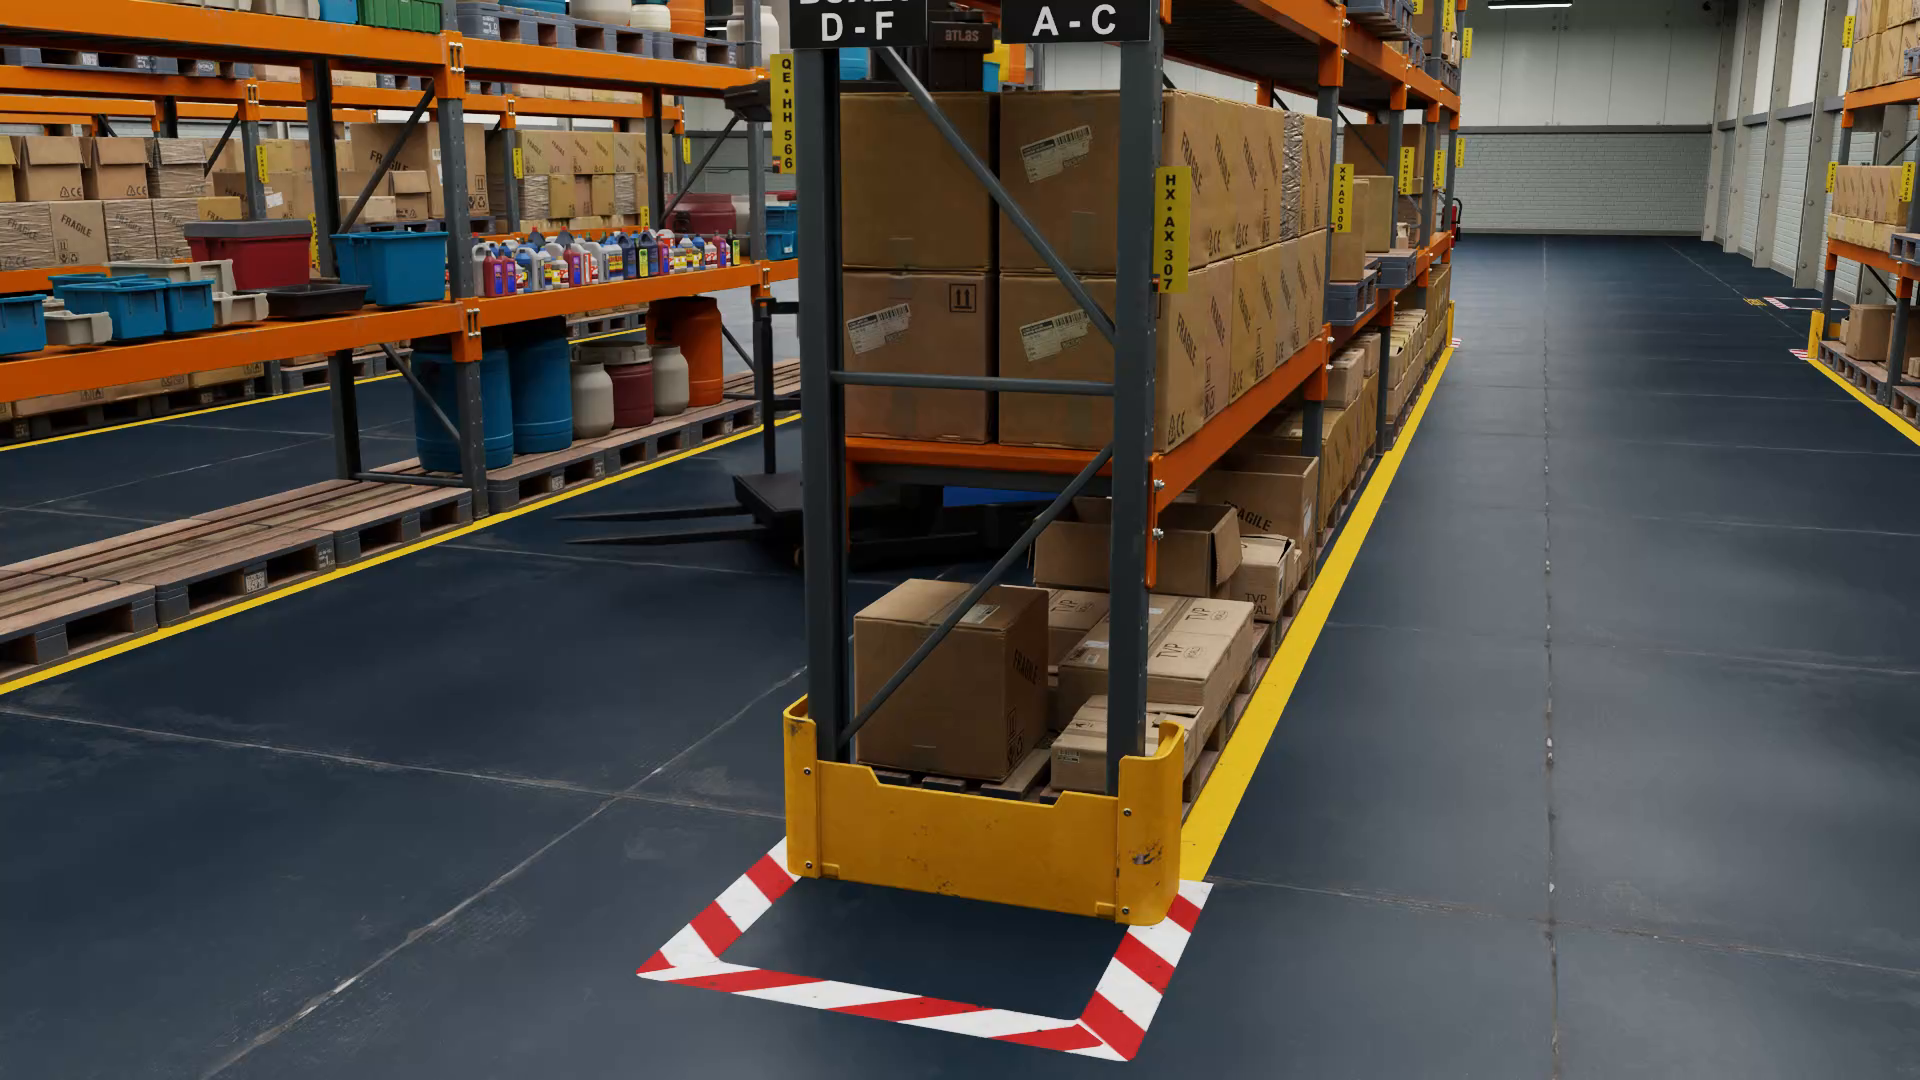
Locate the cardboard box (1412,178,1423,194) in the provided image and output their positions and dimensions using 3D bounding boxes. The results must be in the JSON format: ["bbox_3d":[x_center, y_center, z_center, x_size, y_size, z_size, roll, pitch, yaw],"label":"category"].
[{"bbox_3d":[4.190,-3.362,15.797,0.380,0.149,0.250,4,14,18],"label":"cardboard box"}]

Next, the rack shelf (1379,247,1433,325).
[{"bbox_3d":[3.273,-2.183,13.928,1.077,0.370,4.000,4,14,18],"label":"rack shelf"}]

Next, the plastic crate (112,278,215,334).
[{"bbox_3d":[-3.734,-1.102,7.817,0.416,0.233,0.300,4,14,18],"label":"plastic crate"}]

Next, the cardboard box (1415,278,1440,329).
[{"bbox_3d":[4.521,-2.366,16.662,0.500,0.500,0.500,4,14,18],"label":"cardboard box"}]

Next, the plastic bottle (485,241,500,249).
[{"bbox_3d":[-3.207,-1.885,11.285,0.152,0.276,0.135,4,14,18],"label":"plastic bottle"}]

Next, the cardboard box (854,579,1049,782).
[{"bbox_3d":[-0.020,0.444,5.432,0.500,0.500,0.500,4,14,18],"label":"cardboard box"}]

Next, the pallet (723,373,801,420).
[{"bbox_3d":[-1.772,-1.271,14.582,1.003,0.211,1.213,4,14,18],"label":"pallet"}]

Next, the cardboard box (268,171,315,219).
[{"bbox_3d":[-6.523,-3.321,16.131,0.700,0.500,0.500,7,14,27],"label":"cardboard box"}]

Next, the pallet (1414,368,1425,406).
[{"bbox_3d":[3.719,-1.437,15.311,1.003,0.211,1.213,4,14,18],"label":"pallet"}]

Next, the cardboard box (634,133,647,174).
[{"bbox_3d":[-4.258,-4.953,21.308,0.500,0.500,0.500,4,14,18],"label":"cardboard box"}]

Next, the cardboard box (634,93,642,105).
[{"bbox_3d":[-4.232,-5.675,21.208,0.500,0.250,0.500,4,14,19],"label":"cardboard box"}]

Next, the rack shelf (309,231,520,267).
[{"bbox_3d":[-6.099,-2.897,17.057,1.077,0.370,4.000,4,14,18],"label":"rack shelf"}]

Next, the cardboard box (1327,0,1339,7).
[{"bbox_3d":[1.426,-2.538,7.464,0.500,0.250,0.500,4,14,18],"label":"cardboard box"}]

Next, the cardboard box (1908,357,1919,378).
[{"bbox_3d":[8.753,-1.547,14.903,0.380,0.166,0.250,3,13,11],"label":"cardboard box"}]

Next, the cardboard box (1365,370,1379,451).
[{"bbox_3d":[2.546,-0.895,11.296,0.500,0.500,0.500,5,14,21],"label":"cardboard box"}]

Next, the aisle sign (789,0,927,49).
[{"bbox_3d":[-0.274,-1.703,4.368,0.394,0.787,0.004,4,14,18],"label":"aisle sign"}]

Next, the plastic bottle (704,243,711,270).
[{"bbox_3d":[-1.948,-2.165,12.680,0.097,0.201,0.097,0,13,0],"label":"plastic bottle"}]

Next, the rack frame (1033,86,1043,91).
[{"bbox_3d":[0.529,-4.154,20.949,1.000,3.000,0.127,4,14,18],"label":"rack frame"}]

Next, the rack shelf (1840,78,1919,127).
[{"bbox_3d":[9.256,-4.132,15.725,1.077,0.370,4.000,4,14,18],"label":"rack shelf"}]

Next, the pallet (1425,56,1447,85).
[{"bbox_3d":[4.172,-4.556,16.164,1.003,0.211,1.213,4,14,18],"label":"pallet"}]

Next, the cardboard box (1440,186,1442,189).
[{"bbox_3d":[5.271,-4.068,18.887,0.380,0.149,0.250,4,13,17],"label":"cardboard box"}]

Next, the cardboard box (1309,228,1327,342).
[{"bbox_3d":[1.413,-1.195,7.760,0.500,0.500,0.500,5,14,19],"label":"cardboard box"}]

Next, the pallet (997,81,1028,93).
[{"bbox_3d":[0.169,-5.358,19.904,1.003,0.211,1.213,4,14,18],"label":"pallet"}]

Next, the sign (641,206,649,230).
[{"bbox_3d":[-2.583,-2.588,13.718,0.100,0.325,0.005,4,14,18],"label":"sign"}]

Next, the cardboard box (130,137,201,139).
[{"bbox_3d":[-9.961,-4.722,20.672,0.875,0.550,0.550,4,14,18],"label":"cardboard box"}]

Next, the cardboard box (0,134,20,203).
[{"bbox_3d":[-7.609,-2.801,12.540,0.797,0.503,0.637,5,14,19],"label":"cardboard box"}]

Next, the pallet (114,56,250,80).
[{"bbox_3d":[-6.904,-4.058,14.208,1.213,0.211,1.003,5,14,21],"label":"pallet"}]

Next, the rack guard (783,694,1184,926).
[{"bbox_3d":[0.062,0.774,4.972,1.175,0.500,0.348,4,14,18],"label":"rack guard"}]

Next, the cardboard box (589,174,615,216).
[{"bbox_3d":[-4.785,-4.271,20.564,0.875,0.500,0.500,4,14,18],"label":"cardboard box"}]

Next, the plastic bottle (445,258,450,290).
[{"bbox_3d":[-3.290,-1.709,10.682,0.097,0.201,0.097,0,13,0],"label":"plastic bottle"}]

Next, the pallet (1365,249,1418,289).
[{"bbox_3d":[2.473,-1.871,11.377,1.213,0.211,1.003,4,14,18],"label":"pallet"}]

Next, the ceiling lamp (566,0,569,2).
[{"bbox_3d":[-9.308,-14.513,39.733,2.000,3.185,0.800,4,14,18],"label":"ceiling lamp"}]

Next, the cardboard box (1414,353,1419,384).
[{"bbox_3d":[3.730,-1.497,14.540,0.500,0.250,0.500,5,14,20],"label":"cardboard box"}]

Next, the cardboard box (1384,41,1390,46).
[{"bbox_3d":[2.183,-3.313,10.295,0.910,0.500,0.500,4,14,18],"label":"cardboard box"}]

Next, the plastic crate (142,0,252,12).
[{"bbox_3d":[-3.639,-2.635,7.816,0.437,0.282,0.530,4,14,18],"label":"plastic crate"}]

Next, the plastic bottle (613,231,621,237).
[{"bbox_3d":[-2.655,-2.244,12.859,0.152,0.276,0.135,4,14,18],"label":"plastic bottle"}]

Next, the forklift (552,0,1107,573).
[{"bbox_3d":[-0.679,-1.377,8.934,3.031,2.935,1.130,-4,14,-19],"label":"forklift"}]

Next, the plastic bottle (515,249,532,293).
[{"bbox_3d":[-2.737,-1.686,10.422,0.097,0.271,0.097,0,13,0],"label":"plastic bottle"}]

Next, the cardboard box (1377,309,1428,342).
[{"bbox_3d":[4.060,-1.987,15.426,0.500,0.311,0.500,4,14,18],"label":"cardboard box"}]

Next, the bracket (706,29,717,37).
[{"bbox_3d":[-8.367,-17.056,55.905,0.235,0.232,0.430,4,14,18],"label":"bracket"}]

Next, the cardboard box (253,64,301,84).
[{"bbox_3d":[-6.353,-4.297,15.168,0.500,0.250,0.500,5,14,19],"label":"cardboard box"}]

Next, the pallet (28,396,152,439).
[{"bbox_3d":[-7.469,-1.051,13.617,1.003,0.211,1.213,4,14,18],"label":"pallet"}]

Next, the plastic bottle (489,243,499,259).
[{"bbox_3d":[-3.127,-1.849,11.139,0.097,0.271,0.097,0,13,0],"label":"plastic bottle"}]

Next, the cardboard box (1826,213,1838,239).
[{"bbox_3d":[9.445,-3.298,17.488,0.500,0.250,0.500,4,13,17],"label":"cardboard box"}]

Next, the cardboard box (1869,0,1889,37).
[{"bbox_3d":[9.183,-5.175,16.164,0.500,0.500,0.500,5,14,20],"label":"cardboard box"}]

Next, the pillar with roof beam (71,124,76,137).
[{"bbox_3d":[-13.296,-9.378,30.351,9.100,9.000,0.400,4,14,18],"label":"pillar with roof beam"}]

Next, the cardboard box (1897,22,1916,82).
[{"bbox_3d":[8.714,-4.350,14.793,0.500,0.500,0.500,3,13,14],"label":"cardboard box"}]

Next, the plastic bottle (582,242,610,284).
[{"bbox_3d":[-2.469,-1.881,11.268,0.152,0.276,0.135,4,14,18],"label":"plastic bottle"}]

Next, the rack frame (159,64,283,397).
[{"bbox_3d":[-6.746,-2.827,15.131,1.000,3.000,0.127,4,14,18],"label":"rack frame"}]

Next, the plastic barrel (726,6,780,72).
[{"bbox_3d":[-1.669,-4.030,13.413,0.421,0.512,0.421,0,13,0],"label":"plastic barrel"}]

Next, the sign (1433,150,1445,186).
[{"bbox_3d":[4.437,-3.444,15.411,0.100,0.325,0.005,4,14,18],"label":"sign"}]

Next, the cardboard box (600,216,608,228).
[{"bbox_3d":[-4.587,-3.943,20.586,0.380,0.149,0.250,4,14,18],"label":"cardboard box"}]

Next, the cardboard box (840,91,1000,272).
[{"bbox_3d":[-0.079,-1.078,4.998,0.500,0.500,0.500,4,14,18],"label":"cardboard box"}]
